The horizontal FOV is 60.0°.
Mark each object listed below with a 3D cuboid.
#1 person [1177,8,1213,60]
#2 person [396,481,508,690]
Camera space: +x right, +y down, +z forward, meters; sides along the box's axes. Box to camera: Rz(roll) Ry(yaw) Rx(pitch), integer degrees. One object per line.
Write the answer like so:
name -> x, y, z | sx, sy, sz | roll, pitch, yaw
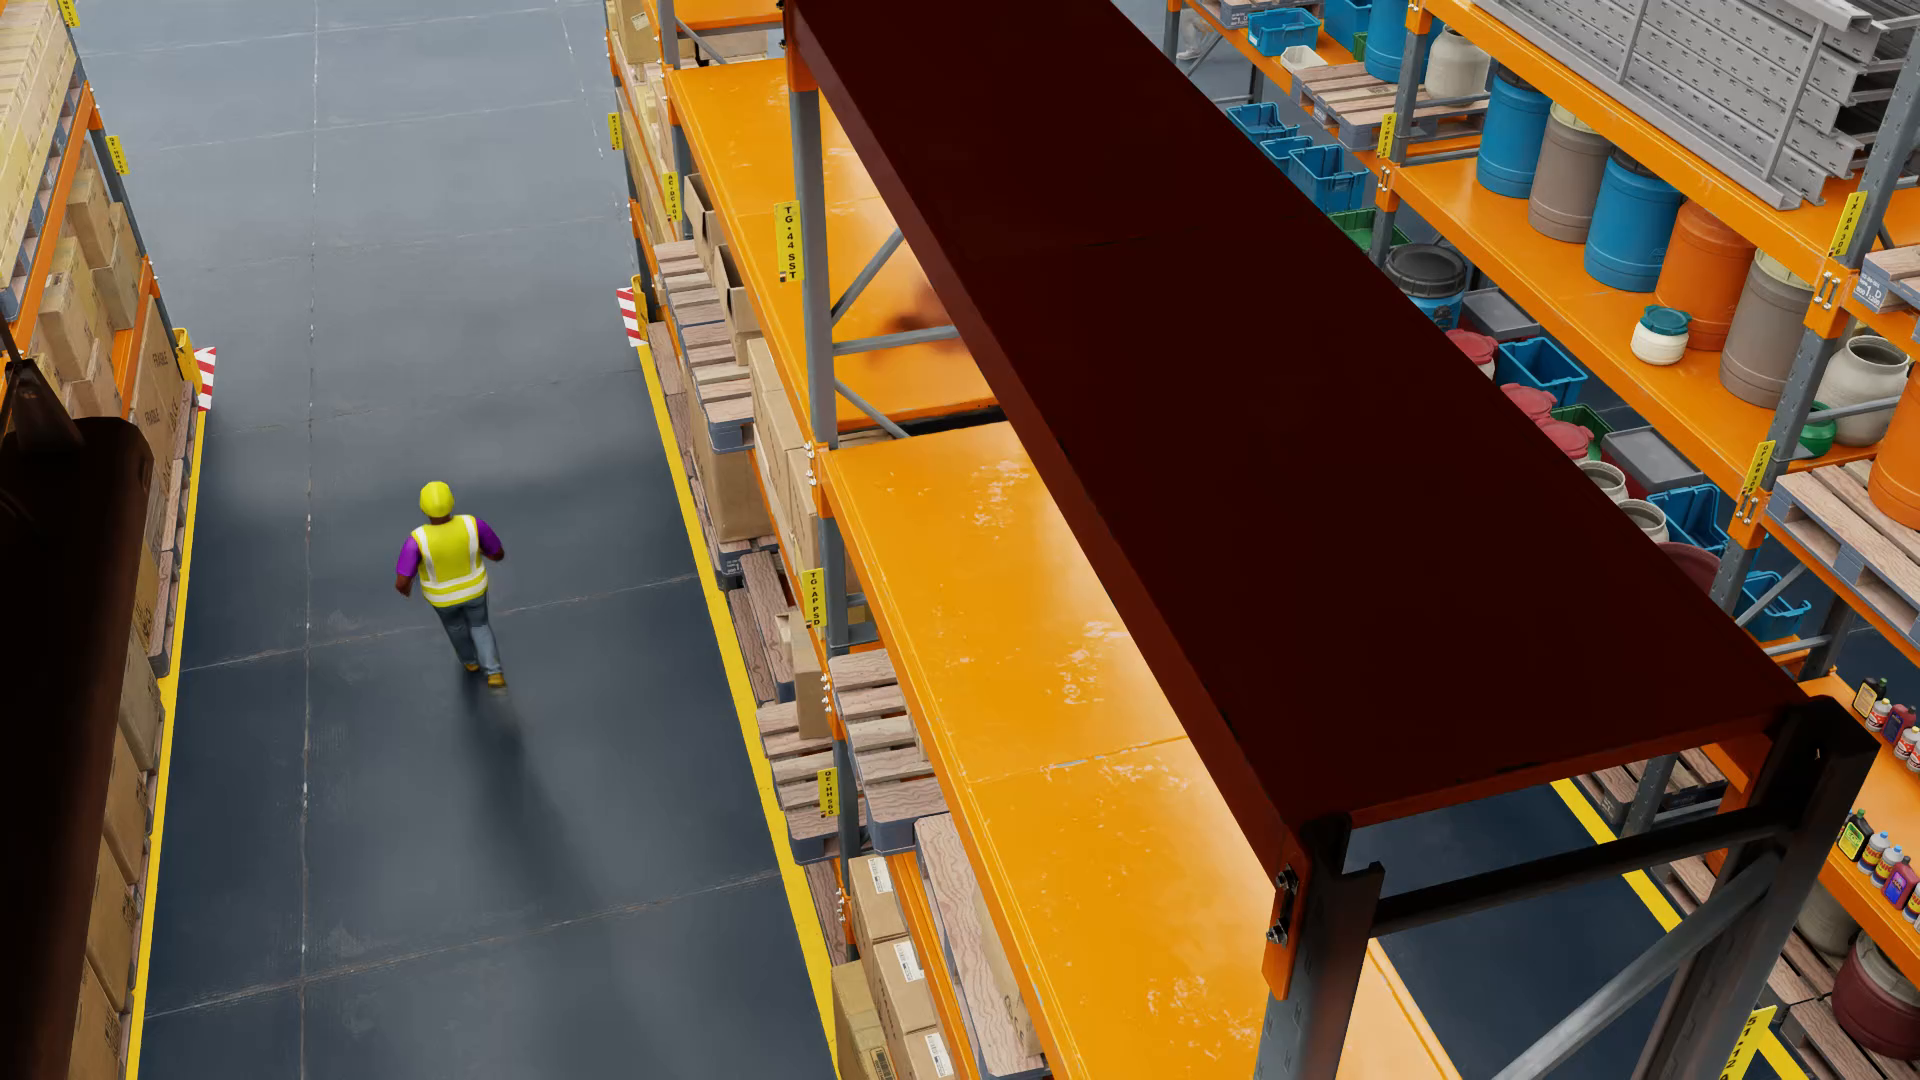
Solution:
person -> 2.784, -6.524, 19.773 | 0.546, 1.626, 0.615 | 3, 38, 4
person -> -3.347, 0.331, 11.021 | 0.713, 1.736, 0.897 | -16, 41, -20
